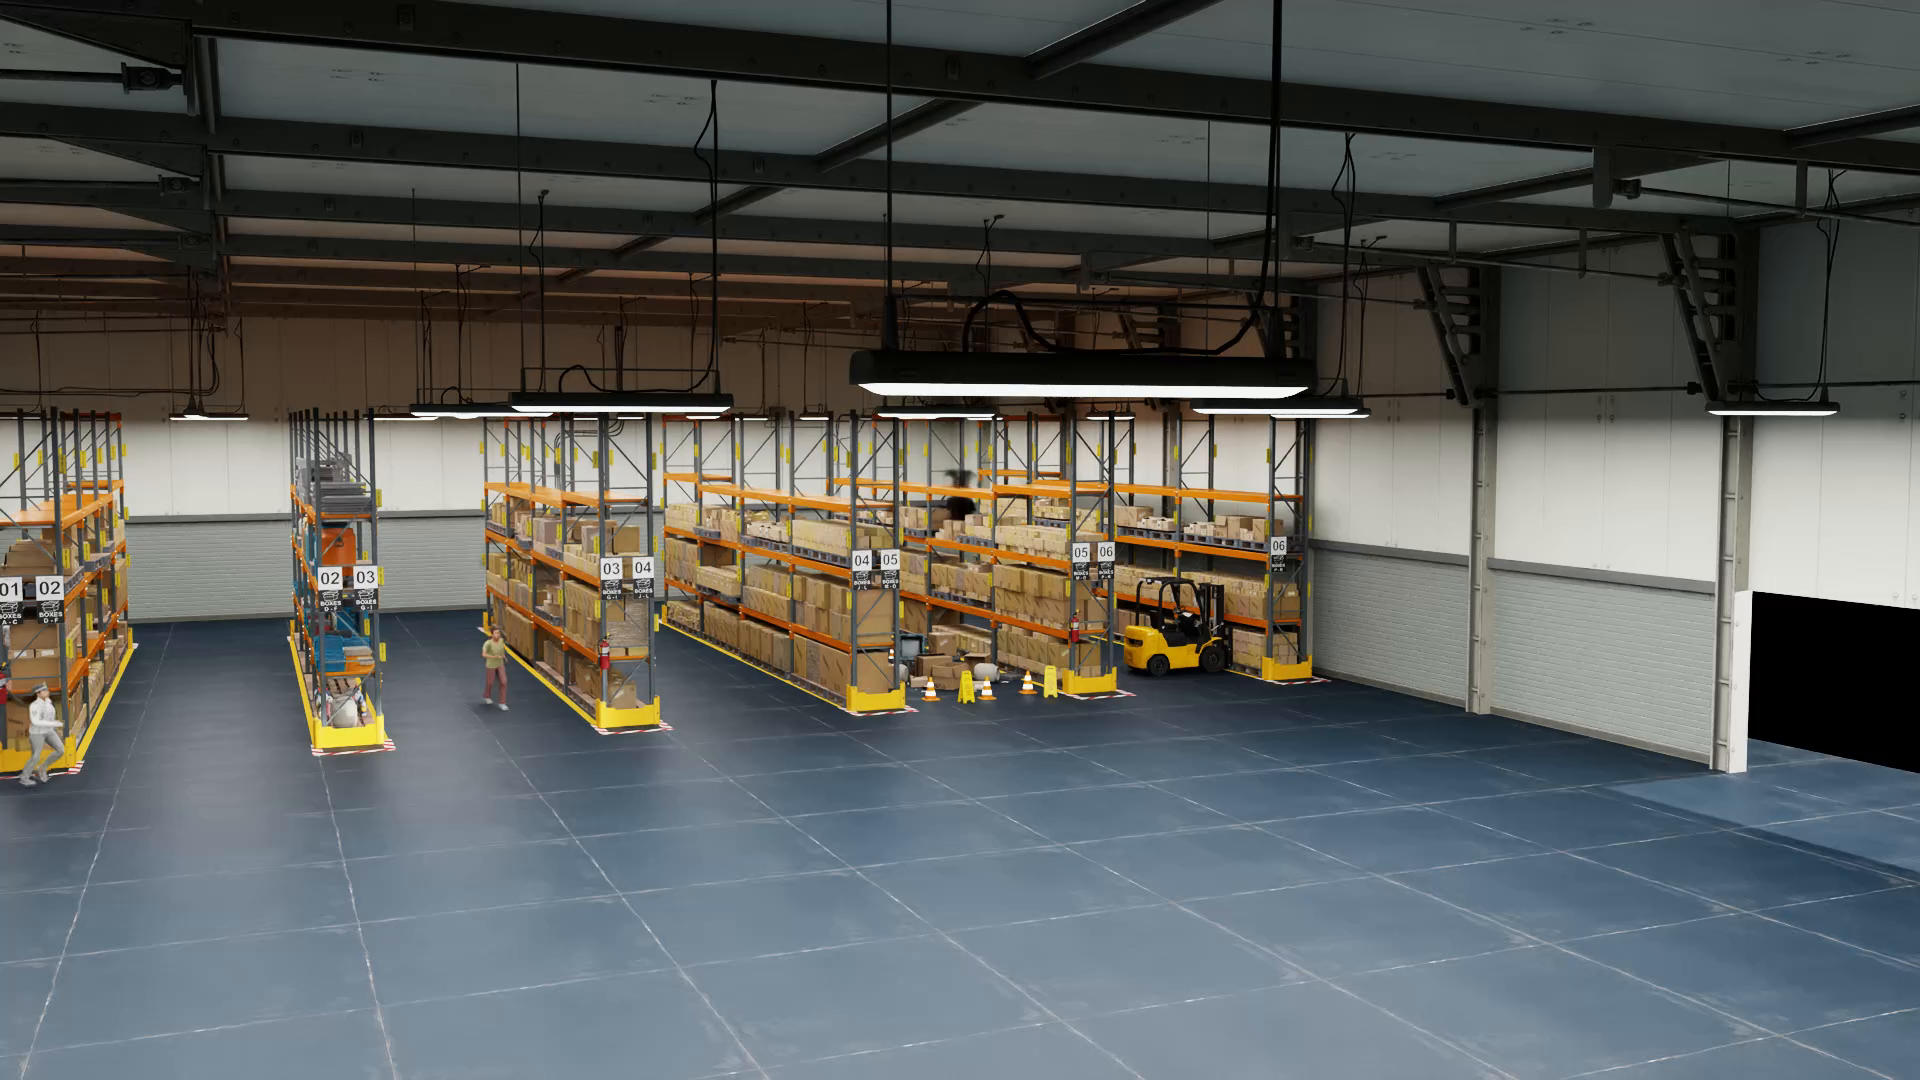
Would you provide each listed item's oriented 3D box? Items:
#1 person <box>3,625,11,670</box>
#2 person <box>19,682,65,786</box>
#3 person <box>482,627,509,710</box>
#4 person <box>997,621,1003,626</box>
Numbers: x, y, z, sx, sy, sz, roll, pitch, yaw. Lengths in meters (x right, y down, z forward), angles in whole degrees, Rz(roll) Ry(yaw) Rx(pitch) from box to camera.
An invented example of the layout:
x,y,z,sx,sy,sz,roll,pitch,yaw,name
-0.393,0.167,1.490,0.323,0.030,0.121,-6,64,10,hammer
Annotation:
x,y,z,sx,sy,sz,roll,pitch,yaw,name
-21.210,2.387,37.289,0.630,1.479,0.866,-4,5,-42,person
-14.448,3.041,26.224,0.774,1.647,0.612,1,4,14,person
-9.374,2.556,33.418,0.578,1.652,0.954,-3,5,-37,person
1.236,1.593,46.644,0.572,1.699,0.915,-4,6,-44,person
